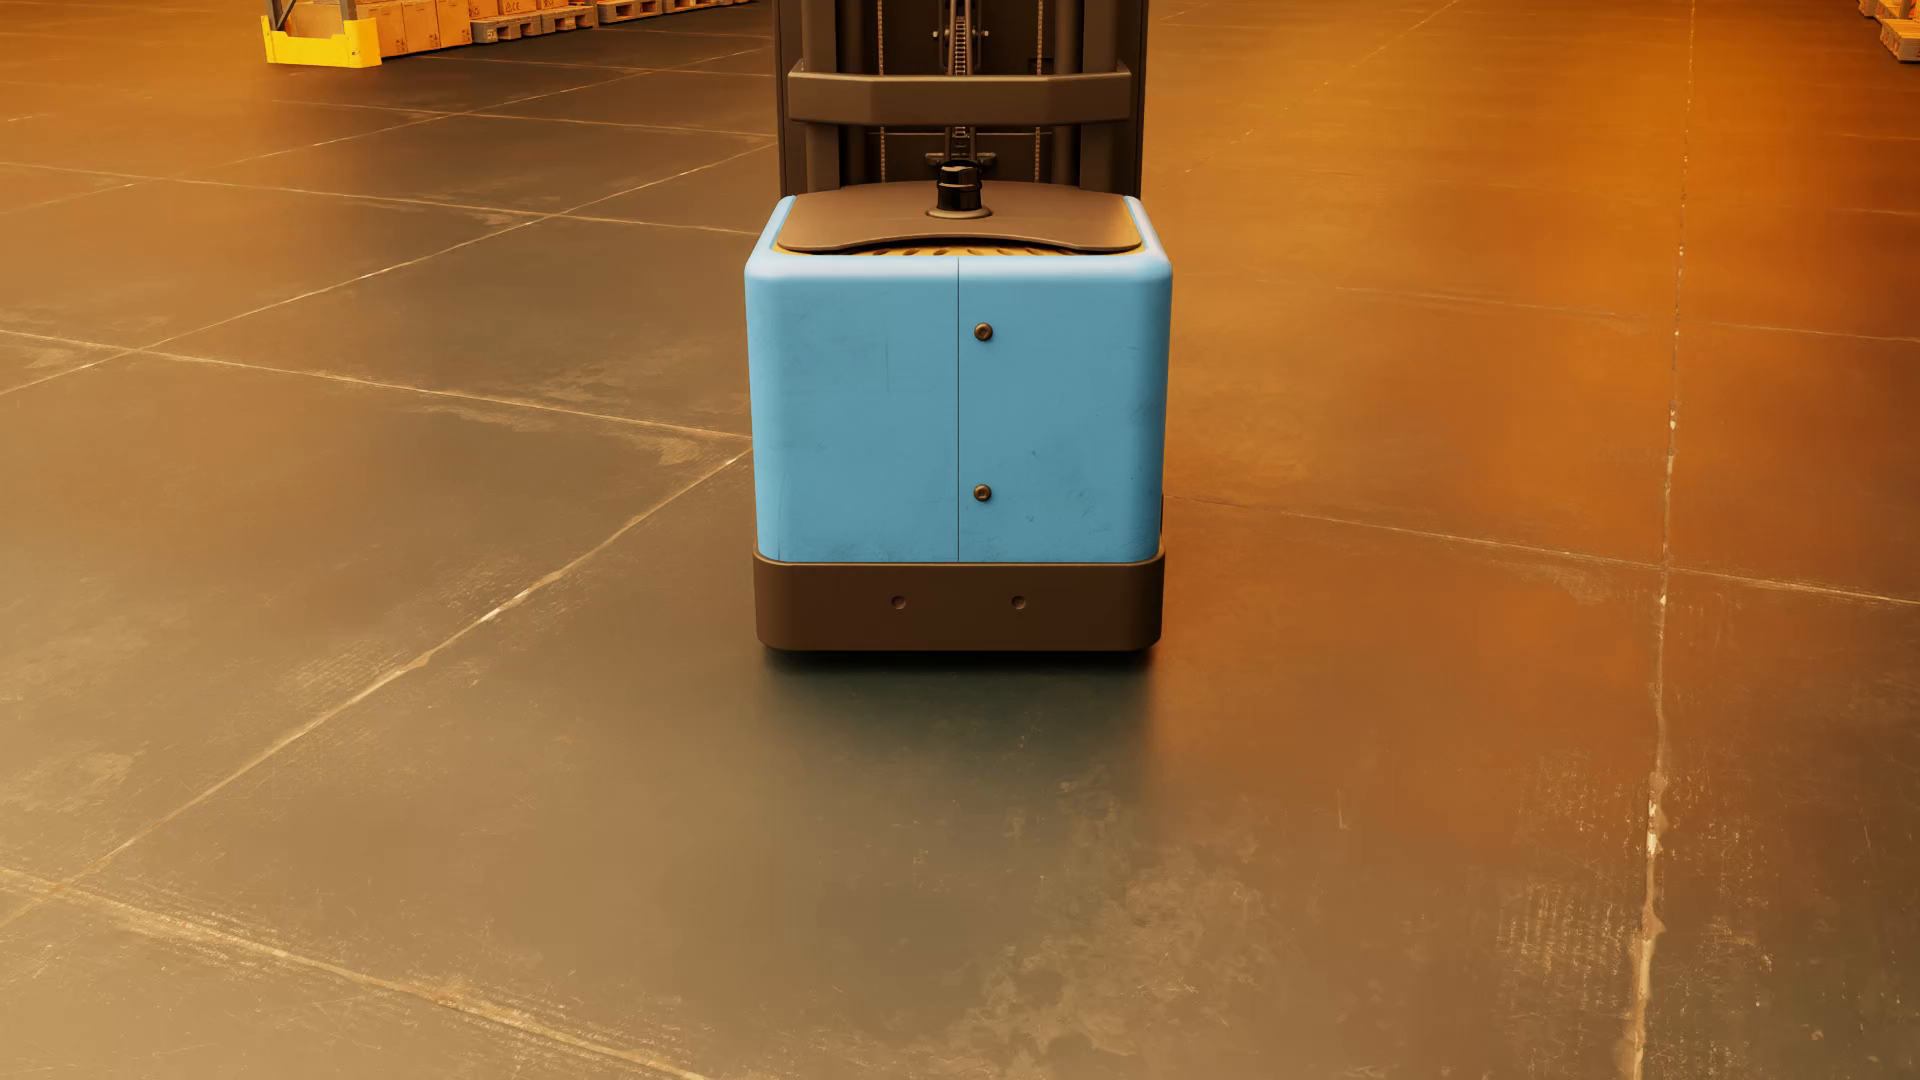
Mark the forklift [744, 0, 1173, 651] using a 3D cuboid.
[{"bbox_3d":[0.002,-1.587,5.089,1.130,2.935,3.031,0,23,0],"label":"forklift"}]
